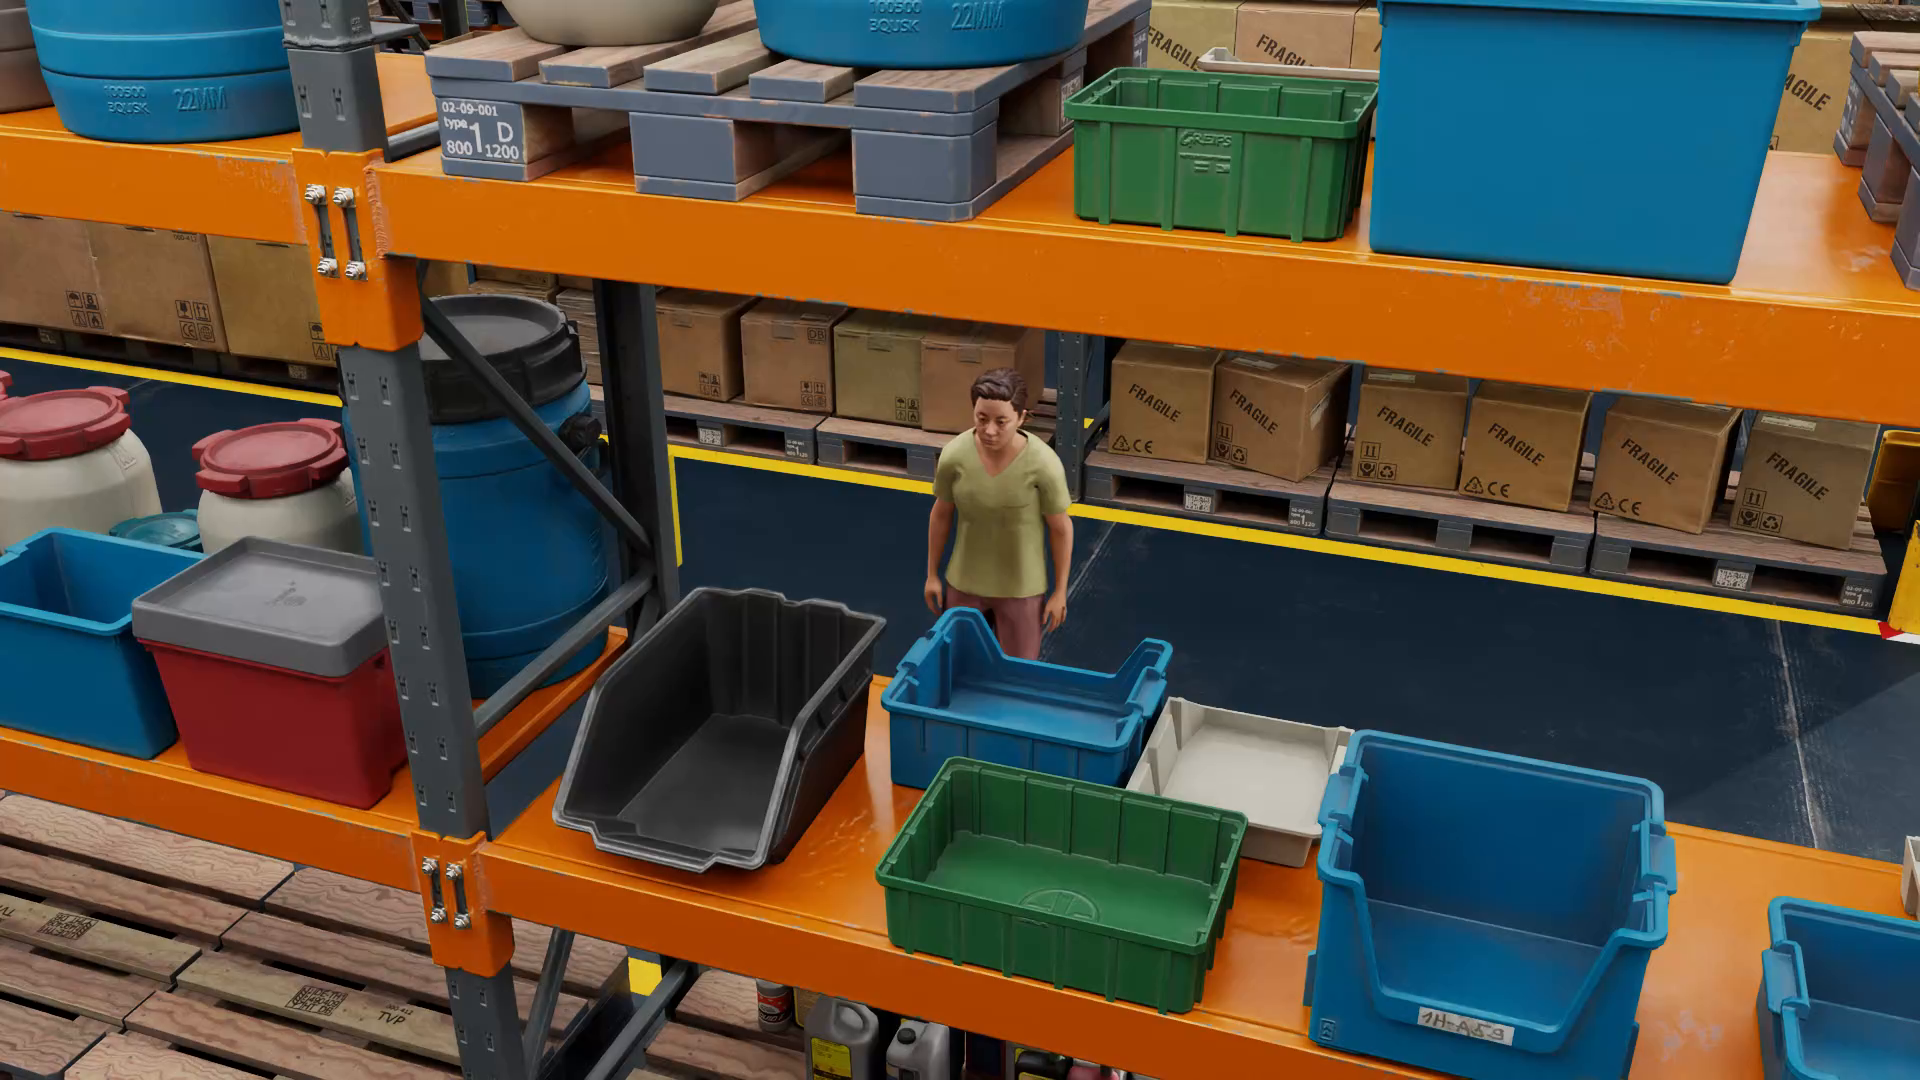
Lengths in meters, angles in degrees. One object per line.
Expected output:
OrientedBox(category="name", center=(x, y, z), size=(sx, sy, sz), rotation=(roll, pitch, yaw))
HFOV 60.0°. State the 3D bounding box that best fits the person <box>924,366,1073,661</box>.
OrientedBox(category="person", center=(0.111, 0.194, 5.712), size=(0.519, 1.673, 0.408), rotation=(8, 27, 15))
